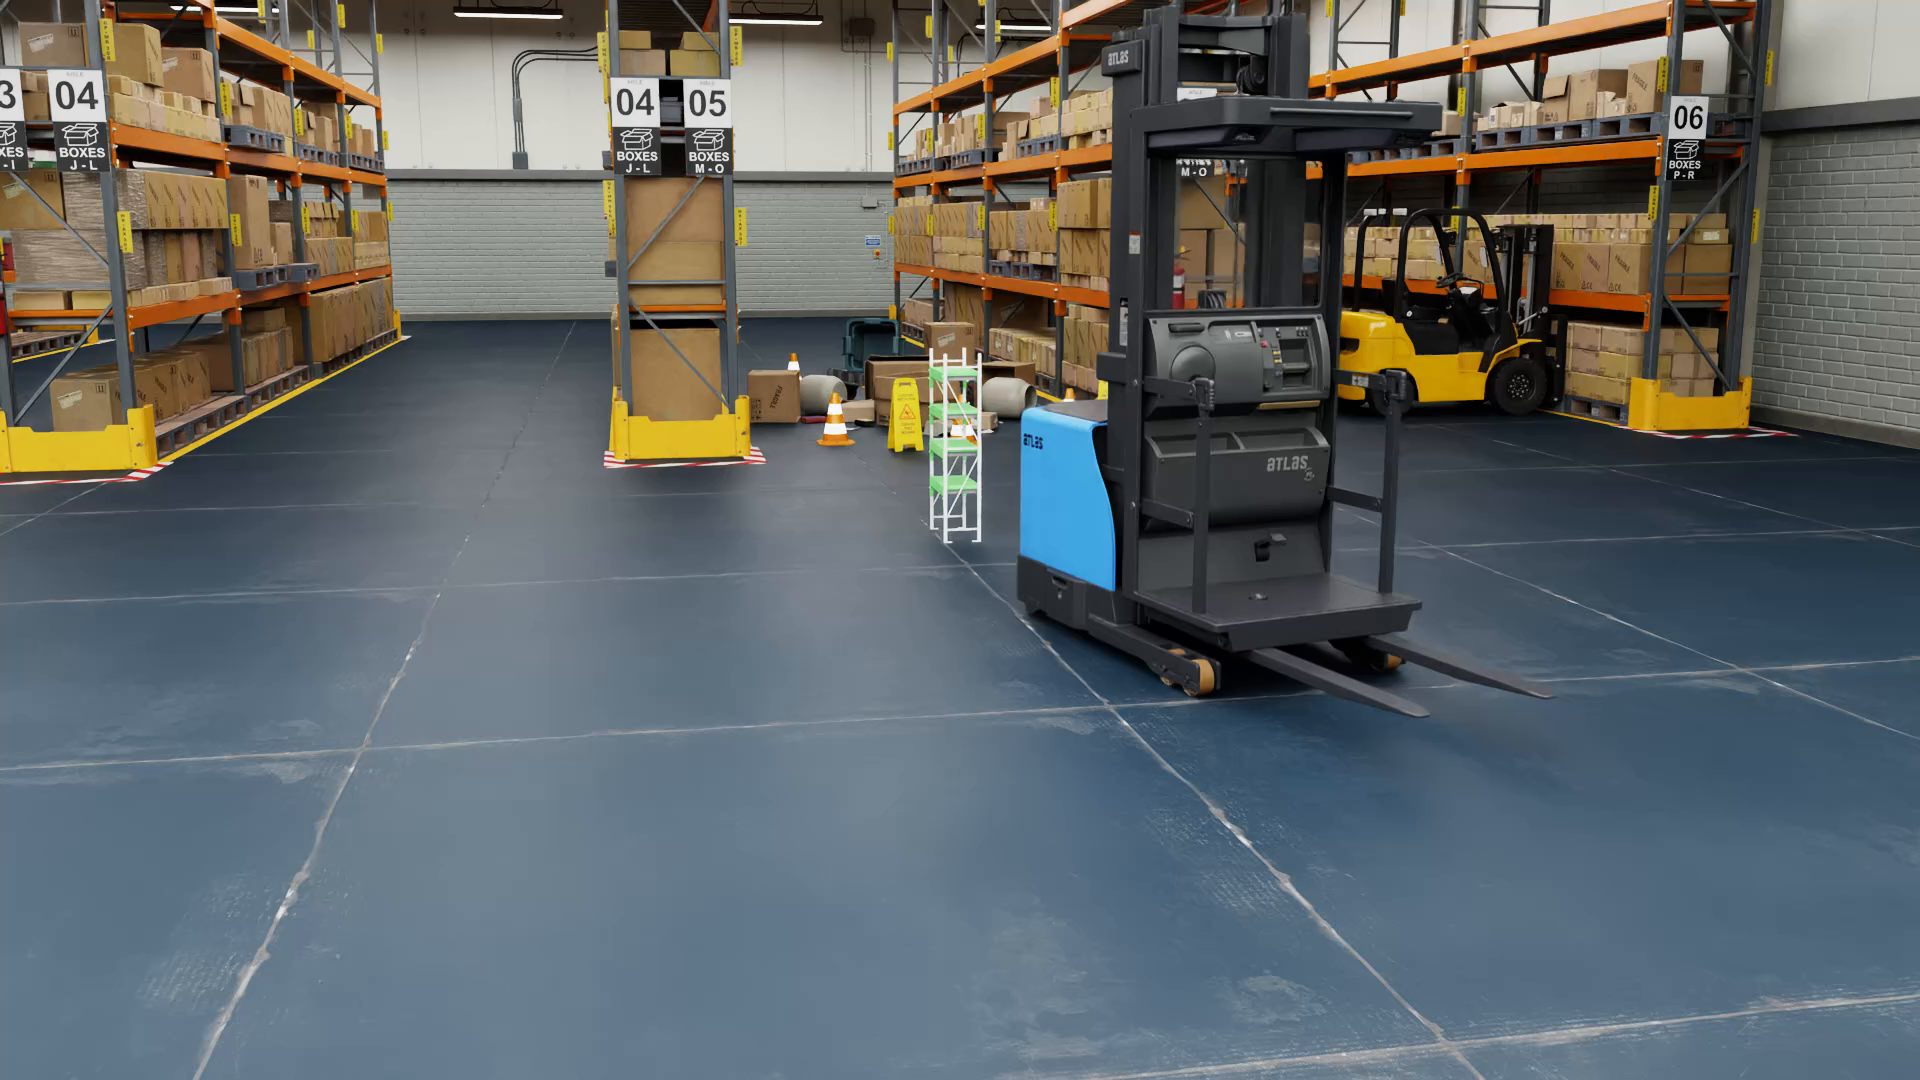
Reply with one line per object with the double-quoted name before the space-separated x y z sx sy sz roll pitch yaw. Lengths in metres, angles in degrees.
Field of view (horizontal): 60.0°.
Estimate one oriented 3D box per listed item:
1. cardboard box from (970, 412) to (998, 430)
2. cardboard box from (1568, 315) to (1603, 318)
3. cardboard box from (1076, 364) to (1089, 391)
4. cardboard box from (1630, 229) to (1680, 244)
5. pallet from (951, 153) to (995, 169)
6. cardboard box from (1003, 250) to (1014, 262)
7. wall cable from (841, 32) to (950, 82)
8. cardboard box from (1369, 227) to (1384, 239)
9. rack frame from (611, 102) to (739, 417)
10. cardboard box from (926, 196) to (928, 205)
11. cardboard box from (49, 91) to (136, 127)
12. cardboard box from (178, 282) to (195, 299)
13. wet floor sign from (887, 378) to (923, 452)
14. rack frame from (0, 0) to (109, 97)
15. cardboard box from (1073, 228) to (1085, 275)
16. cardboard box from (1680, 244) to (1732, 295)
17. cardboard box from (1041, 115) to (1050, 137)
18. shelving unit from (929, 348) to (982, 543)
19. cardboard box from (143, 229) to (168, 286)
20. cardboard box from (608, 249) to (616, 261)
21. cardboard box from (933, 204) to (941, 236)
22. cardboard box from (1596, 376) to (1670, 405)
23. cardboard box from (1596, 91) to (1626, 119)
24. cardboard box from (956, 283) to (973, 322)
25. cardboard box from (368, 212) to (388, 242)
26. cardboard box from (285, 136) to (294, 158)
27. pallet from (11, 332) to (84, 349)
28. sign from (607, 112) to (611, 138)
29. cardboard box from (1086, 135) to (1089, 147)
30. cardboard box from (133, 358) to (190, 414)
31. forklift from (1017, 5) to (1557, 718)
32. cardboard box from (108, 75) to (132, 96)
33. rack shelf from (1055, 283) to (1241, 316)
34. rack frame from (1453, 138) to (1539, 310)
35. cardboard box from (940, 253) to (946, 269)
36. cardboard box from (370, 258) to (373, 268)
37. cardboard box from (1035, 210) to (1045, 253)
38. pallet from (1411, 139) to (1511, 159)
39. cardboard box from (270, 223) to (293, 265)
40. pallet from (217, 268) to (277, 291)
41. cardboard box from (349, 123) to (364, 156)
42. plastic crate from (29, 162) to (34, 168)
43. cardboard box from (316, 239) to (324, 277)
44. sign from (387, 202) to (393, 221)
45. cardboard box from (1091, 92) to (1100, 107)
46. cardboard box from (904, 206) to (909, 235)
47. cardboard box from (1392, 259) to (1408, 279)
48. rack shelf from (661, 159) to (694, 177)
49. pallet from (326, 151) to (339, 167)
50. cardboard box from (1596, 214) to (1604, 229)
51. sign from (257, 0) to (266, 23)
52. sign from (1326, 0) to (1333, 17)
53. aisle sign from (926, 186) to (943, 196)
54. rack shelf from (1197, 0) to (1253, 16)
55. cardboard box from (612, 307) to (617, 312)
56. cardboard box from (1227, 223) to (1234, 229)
"cardboard box" 0.158 -1.187 16.537 0.380 0.149 0.250 4 11 18
"cardboard box" 6.969 -2.414 18.912 0.500 0.250 0.500 -2 11 -11
"cardboard box" 1.581 -1.795 18.334 0.500 0.250 0.500 -1 11 -8
"cardboard box" 6.920 -3.023 16.557 0.380 0.149 0.250 -2 11 -10
"pallet" 0.441 -5.590 24.528 1.003 0.211 1.213 -2 11 -8
"cardboard box" 0.783 -3.749 21.918 0.380 0.149 0.250 -2 11 -11
"wall cable" -1.362 -9.363 35.820 2.355 3.000 0.029 -2 11 -11
"cardboard box" 5.741 -4.132 22.380 0.380 0.149 0.250 -2 11 -10
"rack frame" -2.441 -2.223 14.351 1.000 3.000 0.127 -2 11 -11
"cardboard box" -0.362 -5.670 27.788 0.380 0.149 0.250 -2 11 -11
"cardboard box" -7.167 -3.558 13.748 0.500 0.250 0.500 -2 11 -9
"cardboard box" -7.497 -2.367 15.780 0.380 0.149 0.250 -2 11 -11
"wet floor sign" -0.494 -1.133 14.922 0.267 0.644 0.232 -4 12 -21
"rack frame" -7.326 -5.008 12.940 1.000 3.000 0.127 -2 11 -11
"cardboard box" 1.549 -3.168 18.255 0.500 0.500 0.500 -2 11 -11
"cardboard box" 7.439 -2.752 16.867 0.500 0.500 0.500 -2 11 -9
"cardboard box" 1.267 -4.956 19.967 0.500 0.250 0.500 -2 11 -10
"shelving unit" -0.032 -0.620 10.744 0.258 1.200 0.503 -2 11 -11
"cardboard box" -7.676 -2.538 14.948 0.875 0.500 0.500 -2 11 -11
"cardboard box" -4.544 -3.846 22.432 0.380 0.149 0.250 -2 11 -10
"cardboard box" -0.136 -5.071 26.376 0.500 0.500 0.500 -2 11 -10
"cardboard box" 6.861 -1.533 16.957 0.500 0.250 0.500 -2 11 -11
"cardboard box" 6.754 -4.453 17.015 0.396 0.266 0.258 -2 11 -11
"cardboard box" 0.443 -3.508 25.666 0.875 0.875 0.875 -2 11 -9
"cardboard box" -10.086 -5.356 28.415 0.500 0.500 0.500 -2 11 -10
"cardboard box" -8.549 -4.850 20.532 0.500 0.250 0.500 -2 11 -11
"pallet" -15.174 -3.293 27.431 1.003 0.211 1.213 -2 11 -11
"sign" -4.530 -5.398 21.630 0.100 0.325 0.005 -2 11 -11
"cardboard box" 1.589 -4.347 18.164 0.380 0.149 0.250 -2 11 -11
"cardboard box" -7.749 -1.482 16.023 0.500 0.500 0.500 -3 11 -16
"forklift" 1.364 -0.856 7.357 1.130 2.935 3.031 -5 12 -24
"cardboard box" -7.109 -3.766 13.775 0.380 0.149 0.250 -2 11 -10
"rack shelf" 2.005 -2.434 17.389 1.077 0.370 4.000 -2 11 -11
"rack frame" 6.485 -3.336 20.201 1.000 3.000 0.127 -2 11 -11
"cardboard box" -0.011 -4.363 25.999 0.500 0.250 0.500 -2 11 -12
"cardboard box" -9.644 -4.442 26.685 0.380 0.149 0.250 -2 11 -10
"cardboard box" 1.204 -3.724 20.051 0.500 0.500 0.500 -2 11 -11
"pallet" 6.300 -4.877 20.786 0.805 0.209 1.217 -3 11 -13
"cardboard box" -8.531 -3.587 20.130 0.700 0.500 0.500 0 11 -3
"pallet" -8.110 -2.846 18.138 1.003 0.211 1.213 -2 11 -11
"cardboard box" -9.934 -6.381 26.518 0.700 0.500 0.500 -2 11 -9
"plastic crate" -14.651 -5.789 25.773 0.437 0.136 0.530 -2 11 -11
"cardboard box" -8.812 -3.771 22.217 0.500 0.500 0.500 -2 11 -13
"sign" -9.903 -5.698 28.878 0.100 0.325 0.005 -2 11 -11
"cardboard box" 1.602 -4.639 17.563 0.380 0.149 0.250 -2 11 -13
"cardboard box" -0.688 -5.609 29.201 0.500 0.500 0.500 -2 11 -11
"cardboard box" 5.960 -3.529 21.618 0.500 0.250 0.500 -2 11 -11
"rack shelf" -3.608 -4.443 19.920 1.077 0.370 4.000 -2 11 -11
"pallet" -9.434 -5.475 23.928 0.805 0.209 1.217 -3 11 -13
"cardboard box" 6.855 -3.314 17.286 0.380 0.149 0.250 -2 11 -11
"sign" -10.209 -7.730 24.319 0.100 0.325 0.005 -2 11 -11
"sign" 5.176 -7.493 23.286 0.100 0.325 0.005 -2 11 -11
"aisle sign" -0.427 -6.657 30.698 0.394 0.787 0.004 -2 11 -11
"rack shelf" 4.540 -9.396 29.032 1.077 0.370 4.000 -2 11 -11
"cardboard box" -3.794 -2.516 20.785 1.050 0.750 0.750 -2 11 -10
"cardboard box" 4.803 -4.962 27.352 0.700 0.500 0.500 -2 11 -10
